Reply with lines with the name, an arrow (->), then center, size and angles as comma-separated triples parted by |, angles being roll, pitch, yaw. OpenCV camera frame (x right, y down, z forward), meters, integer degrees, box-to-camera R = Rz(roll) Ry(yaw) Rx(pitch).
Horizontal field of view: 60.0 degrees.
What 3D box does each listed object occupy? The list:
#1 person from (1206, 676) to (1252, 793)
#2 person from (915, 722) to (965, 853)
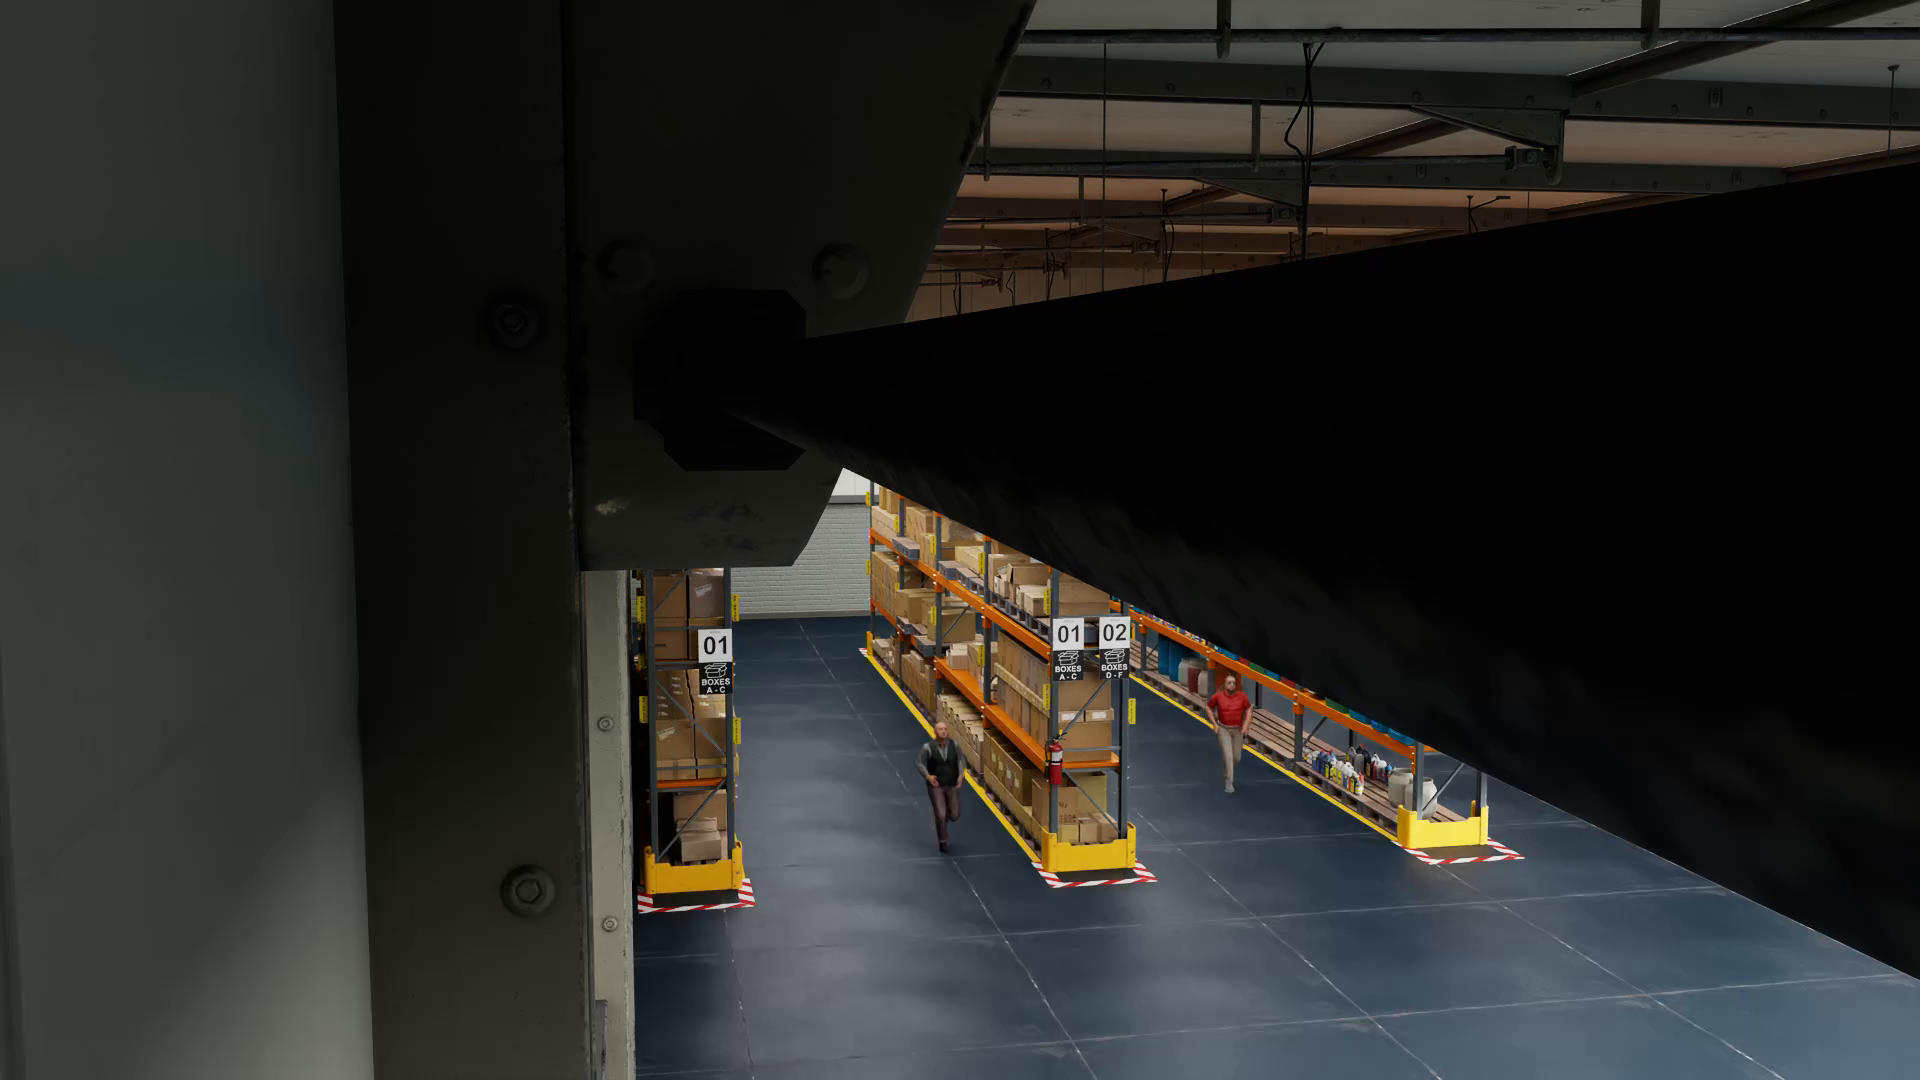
person -> 4.055, 2.884, 25.077 | 0.679, 1.717, 0.808 | -1, 6, -5
person -> -0.249, 3.225, 21.908 | 0.687, 1.683, 0.639 | -2, 6, -19
